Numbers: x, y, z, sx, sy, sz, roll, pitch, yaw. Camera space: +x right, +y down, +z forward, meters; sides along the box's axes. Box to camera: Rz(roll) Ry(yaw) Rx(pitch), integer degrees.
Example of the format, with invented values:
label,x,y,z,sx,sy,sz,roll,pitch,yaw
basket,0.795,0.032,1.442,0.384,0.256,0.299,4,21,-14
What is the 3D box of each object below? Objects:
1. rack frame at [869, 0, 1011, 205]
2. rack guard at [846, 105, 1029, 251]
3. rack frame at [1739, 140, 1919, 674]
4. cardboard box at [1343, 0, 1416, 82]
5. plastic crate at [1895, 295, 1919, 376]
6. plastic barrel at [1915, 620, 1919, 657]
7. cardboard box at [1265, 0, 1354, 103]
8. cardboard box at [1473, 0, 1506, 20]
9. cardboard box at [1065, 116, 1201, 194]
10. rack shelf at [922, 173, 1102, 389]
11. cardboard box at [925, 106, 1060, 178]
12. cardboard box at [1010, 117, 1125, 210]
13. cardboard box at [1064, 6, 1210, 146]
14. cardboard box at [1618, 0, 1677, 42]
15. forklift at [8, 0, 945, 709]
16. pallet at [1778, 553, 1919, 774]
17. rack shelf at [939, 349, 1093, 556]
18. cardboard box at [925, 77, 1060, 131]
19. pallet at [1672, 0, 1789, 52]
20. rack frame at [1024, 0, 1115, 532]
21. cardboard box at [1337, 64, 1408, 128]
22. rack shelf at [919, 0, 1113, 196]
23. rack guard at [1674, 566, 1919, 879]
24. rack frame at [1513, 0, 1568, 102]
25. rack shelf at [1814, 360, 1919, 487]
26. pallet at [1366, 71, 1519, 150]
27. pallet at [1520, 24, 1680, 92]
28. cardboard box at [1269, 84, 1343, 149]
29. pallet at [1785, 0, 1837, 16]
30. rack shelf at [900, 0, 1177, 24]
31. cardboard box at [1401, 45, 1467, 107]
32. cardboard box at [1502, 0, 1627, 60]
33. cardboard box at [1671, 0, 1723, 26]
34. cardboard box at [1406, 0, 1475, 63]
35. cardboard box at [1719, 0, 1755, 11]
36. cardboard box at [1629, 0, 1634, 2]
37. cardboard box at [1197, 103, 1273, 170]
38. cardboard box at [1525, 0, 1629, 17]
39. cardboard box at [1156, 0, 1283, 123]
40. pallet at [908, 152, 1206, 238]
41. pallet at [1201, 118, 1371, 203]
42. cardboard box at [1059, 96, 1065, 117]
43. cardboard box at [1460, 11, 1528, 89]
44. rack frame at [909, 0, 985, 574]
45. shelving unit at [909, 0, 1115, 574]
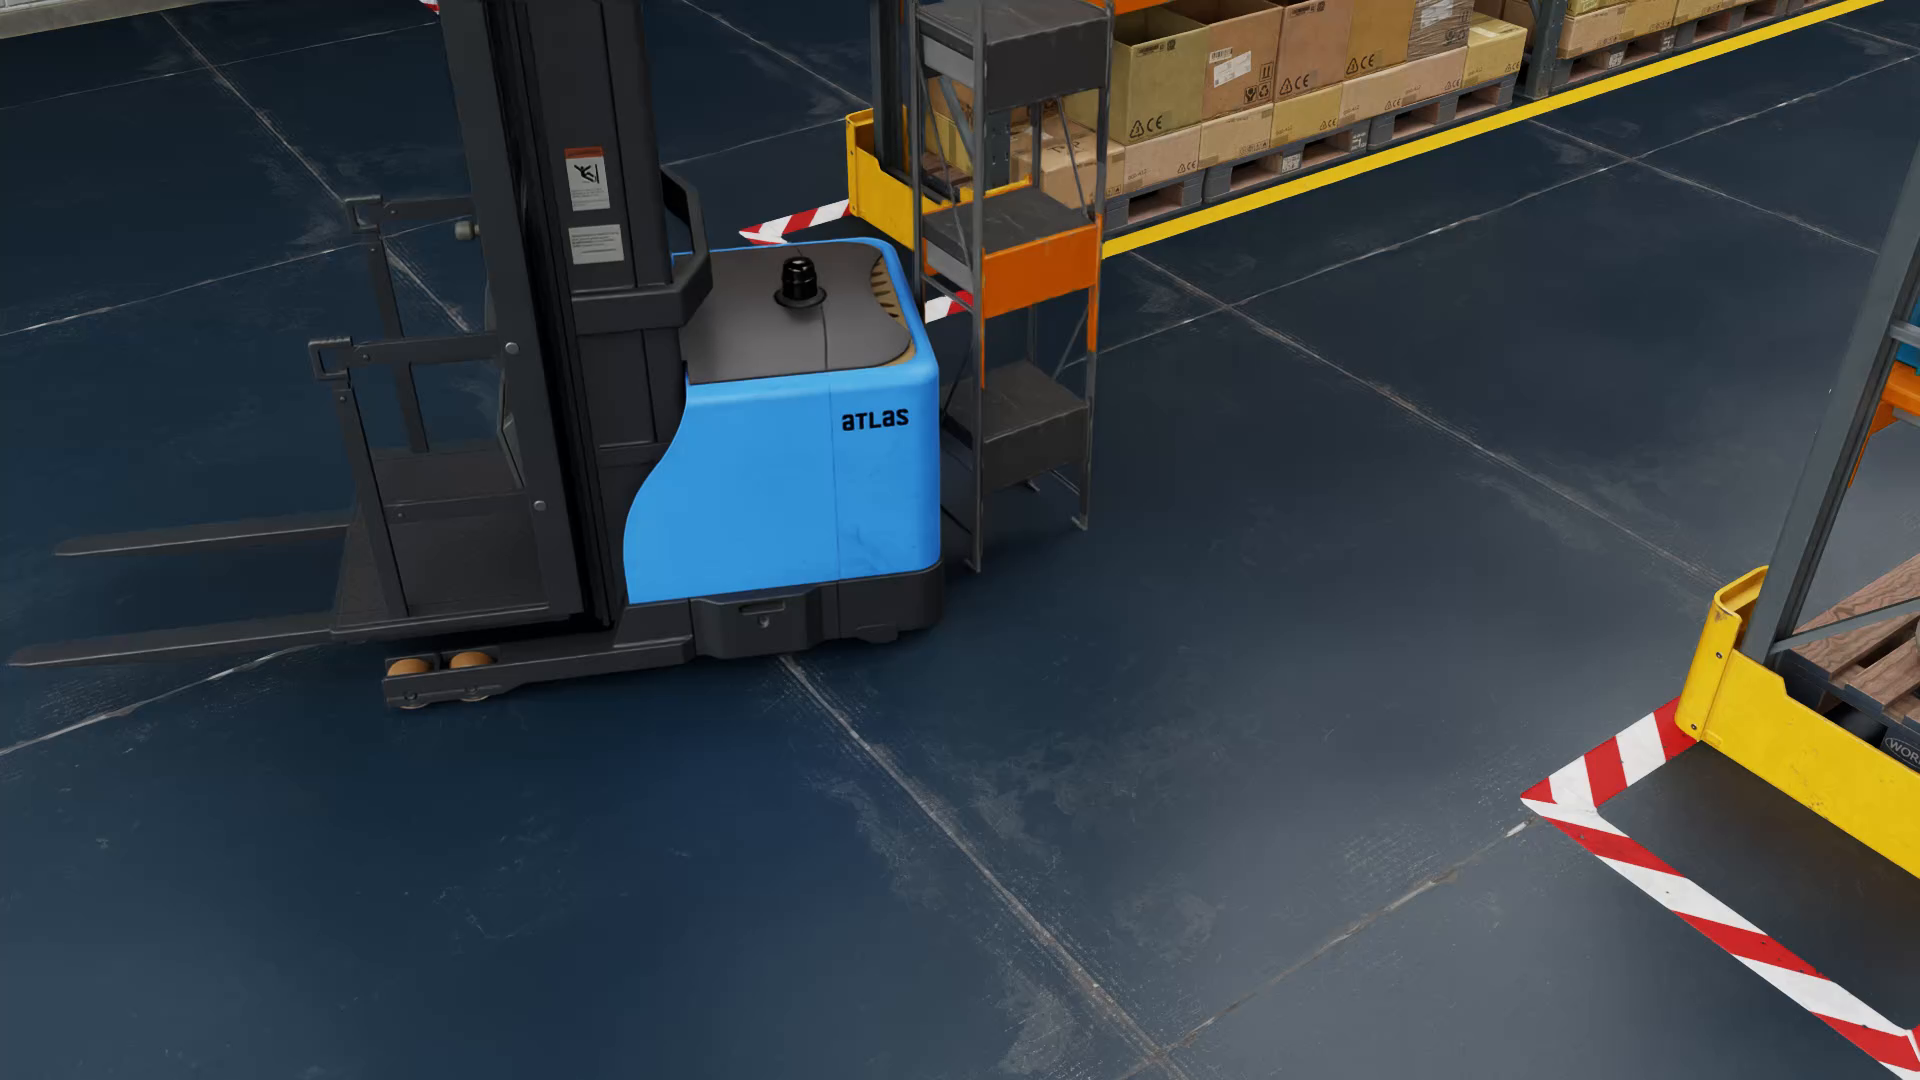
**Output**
label,x,y,z,sx,sy,sz,roll,pitch,yaw
rack frame,-0.103,-2.727,7.472,0.127,3.000,1.000,-22,41,-28
rack guard,-0.122,-1.704,8.191,0.348,0.500,1.175,-22,41,-28
rack frame,2.748,-0.361,4.183,0.127,3.000,1.000,-22,41,-28
cardboard box,2.092,-2.838,8.980,0.500,0.500,0.500,-22,41,-28
plastic crate,2.984,-0.612,4.659,0.616,0.251,0.499,-22,41,-28
plastic barrel,3.242,0.220,5.146,0.421,0.512,0.421,0,36,0
cardboard box,1.691,-2.663,8.736,0.500,0.500,0.500,-22,41,-28
cardboard box,3.339,-3.404,10.409,0.500,0.250,0.500,-23,42,-28
cardboard box,0.870,-2.025,8.492,0.500,0.250,0.500,-22,41,-28
rack shelf,0.162,-0.896,5.720,0.480,0.518,0.431,-21,41,-26
cardboard box,0.165,-2.102,8.599,0.500,0.250,0.500,-22,41,-28
cardboard box,0.464,-1.855,8.256,0.500,0.250,0.500,-22,41,-28
cardboard box,0.871,-2.329,8.272,0.500,0.500,0.500,-22,41,-28
cardboard box,4.058,-3.315,10.285,0.500,0.250,0.500,-21,41,-27
forklift,-1.621,-0.970,5.088,3.031,2.935,1.130,-6,36,-9
pallet,3.450,0.452,5.441,1.213,0.211,1.003,-22,41,-28
rack shelf,0.163,-0.327,6.127,0.480,0.518,0.431,-21,41,-26
cardboard box,0.164,-2.408,8.382,0.500,0.500,0.500,-22,41,-28
pallet,4.745,-3.619,11.101,1.213,0.211,1.003,-22,41,-28
rack frame,0.366,-0.985,5.821,0.015,2.100,0.400,-21,41,-26
cardboard box,2.099,-2.527,9.190,0.500,0.250,0.500,-22,41,-28
rack shelf,0.161,-1.465,5.312,0.480,0.518,0.431,-21,41,-26
rack guard,2.783,0.605,4.980,0.348,0.500,1.175,-22,41,-28
rack frame,3.167,-4.072,9.343,0.127,3.000,1.000,-22,41,-28
rack shelf,4.382,-0.742,5.329,4.000,0.370,1.077,-22,41,-28
pallet,2.493,-2.693,9.813,1.213,0.211,1.003,-22,41,-28
pallet,3.747,-3.206,10.527,1.213,0.211,1.003,-22,41,-28
cardboard box,1.691,-2.359,8.956,0.500,0.250,0.500,-22,41,-28
pallet,5.741,-4.027,11.669,1.213,0.211,1.003,-22,41,-28
rack shelf,1.532,-3.107,8.617,4.000,0.370,1.077,-22,41,-28
cardboard box,2.499,-2.702,9.434,0.500,0.250,0.500,-22,41,-28
cardboard box,3.639,-3.144,10.047,0.500,0.250,0.500,-23,42,-29
cardboard box,4.480,-3.491,10.530,0.500,0.250,0.500,-24,42,-29
cardboard box,2.498,-3.008,9.216,0.500,0.500,0.500,-22,41,-28
cardboard box,4.896,-3.661,10.767,0.500,0.250,0.500,-22,41,-27
cardboard box,4.060,-3.540,10.118,0.500,0.311,0.500,-23,42,-28
cardboard box,1.279,-2.193,8.725,0.500,0.250,0.500,-22,41,-28
cardboard box,3.648,-3.374,9.887,0.500,0.311,0.500,-22,41,-28
cardboard box,1.273,-2.503,8.514,0.500,0.500,0.500,-22,41,-28
pallet,0.498,-1.872,8.672,1.213,0.211,1.003,-22,41,-28
pallet,1.495,-2.280,9.239,1.213,0.211,1.003,-22,41,-28
cardboard box,0.567,-2.276,8.841,0.500,0.250,0.500,-22,41,-28
cardboard box,2.914,-2.866,9.661,0.500,0.250,0.500,-22,41,-28
rack frame,-0.042,-0.829,5.603,0.015,2.100,0.400,-21,41,-26
shelving unit,0.162,-0.907,5.712,0.503,2.100,0.431,-21,41,-26
